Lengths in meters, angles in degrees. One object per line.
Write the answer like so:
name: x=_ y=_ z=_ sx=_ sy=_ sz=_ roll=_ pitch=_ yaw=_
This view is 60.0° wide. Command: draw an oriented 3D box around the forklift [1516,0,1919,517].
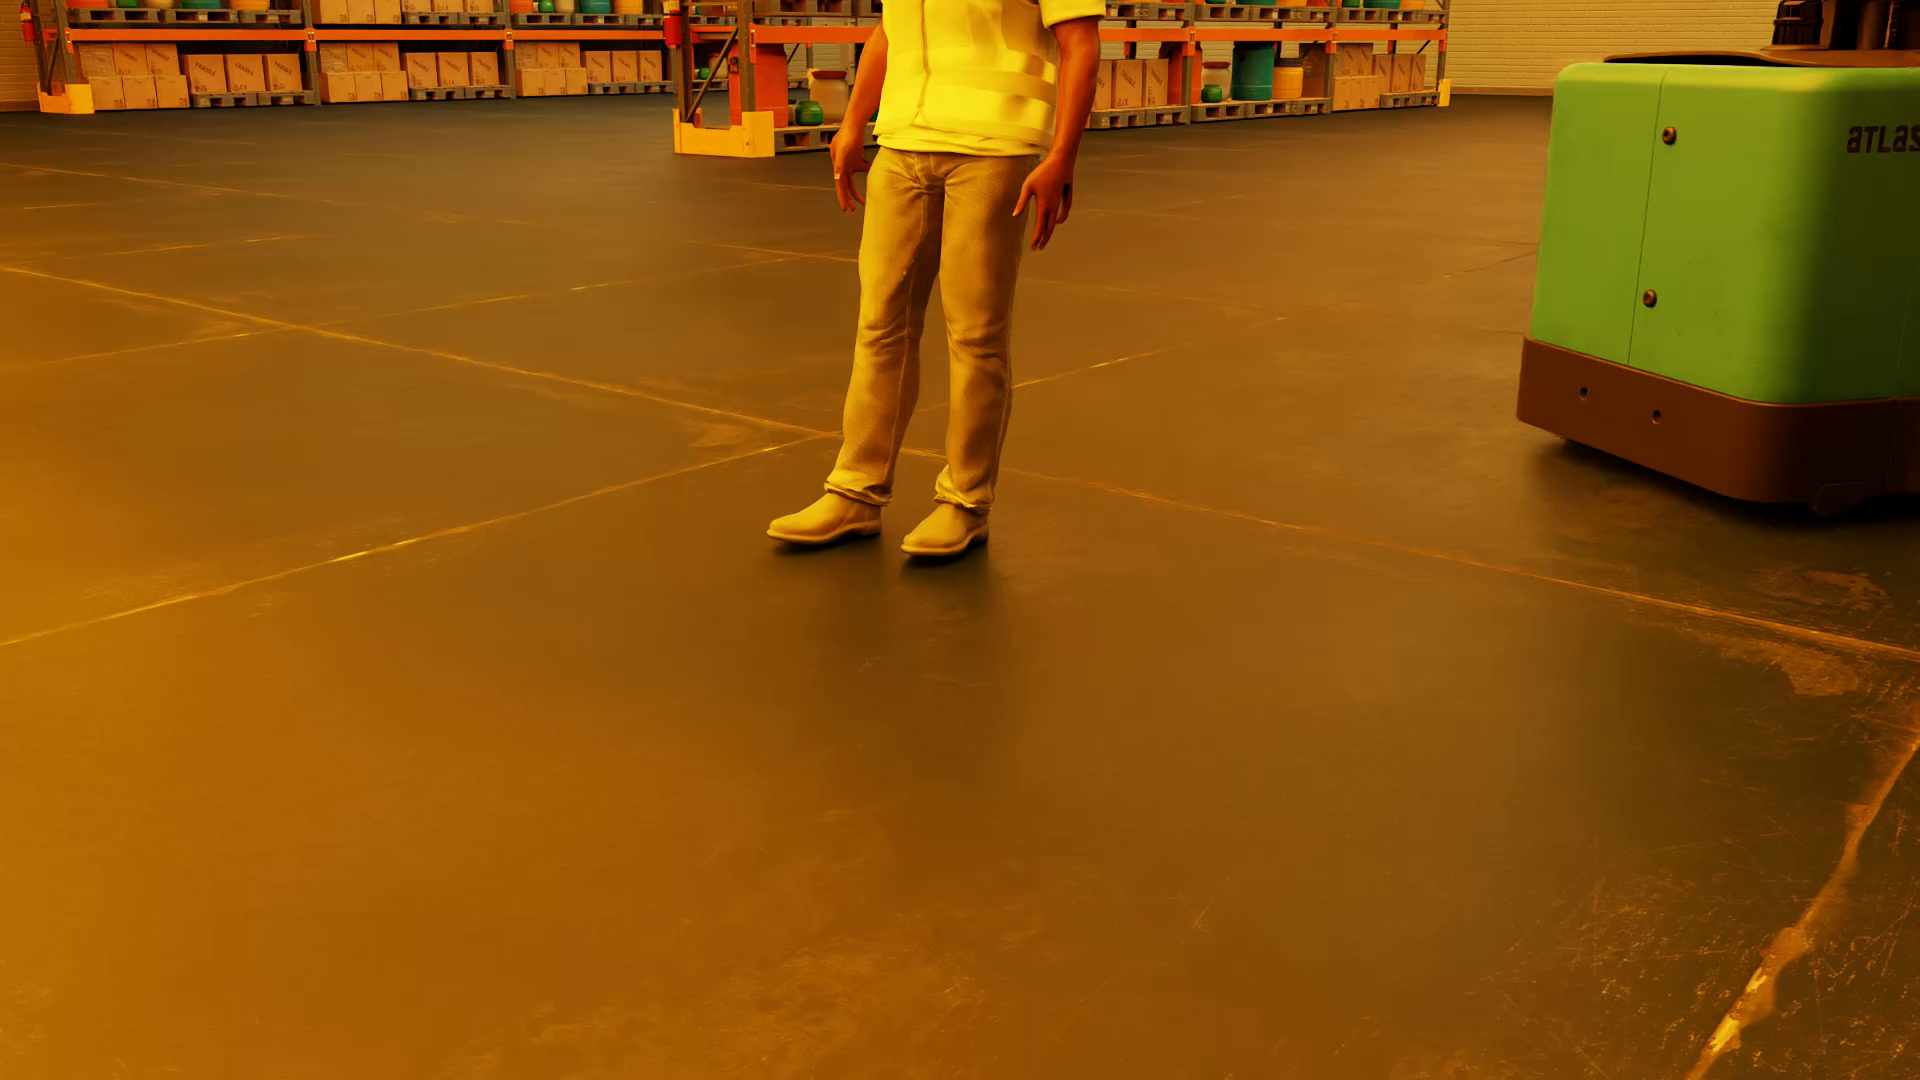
forklift: x=3.202 y=-1.678 z=4.425 sx=3.031 sy=2.935 sz=1.130 roll=-5 pitch=18 yaw=-15

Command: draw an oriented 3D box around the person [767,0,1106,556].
person: x=-0.049 y=-0.838 z=3.635 sx=0.665 sy=1.768 sz=0.575 roll=13 pitch=21 yaw=37
